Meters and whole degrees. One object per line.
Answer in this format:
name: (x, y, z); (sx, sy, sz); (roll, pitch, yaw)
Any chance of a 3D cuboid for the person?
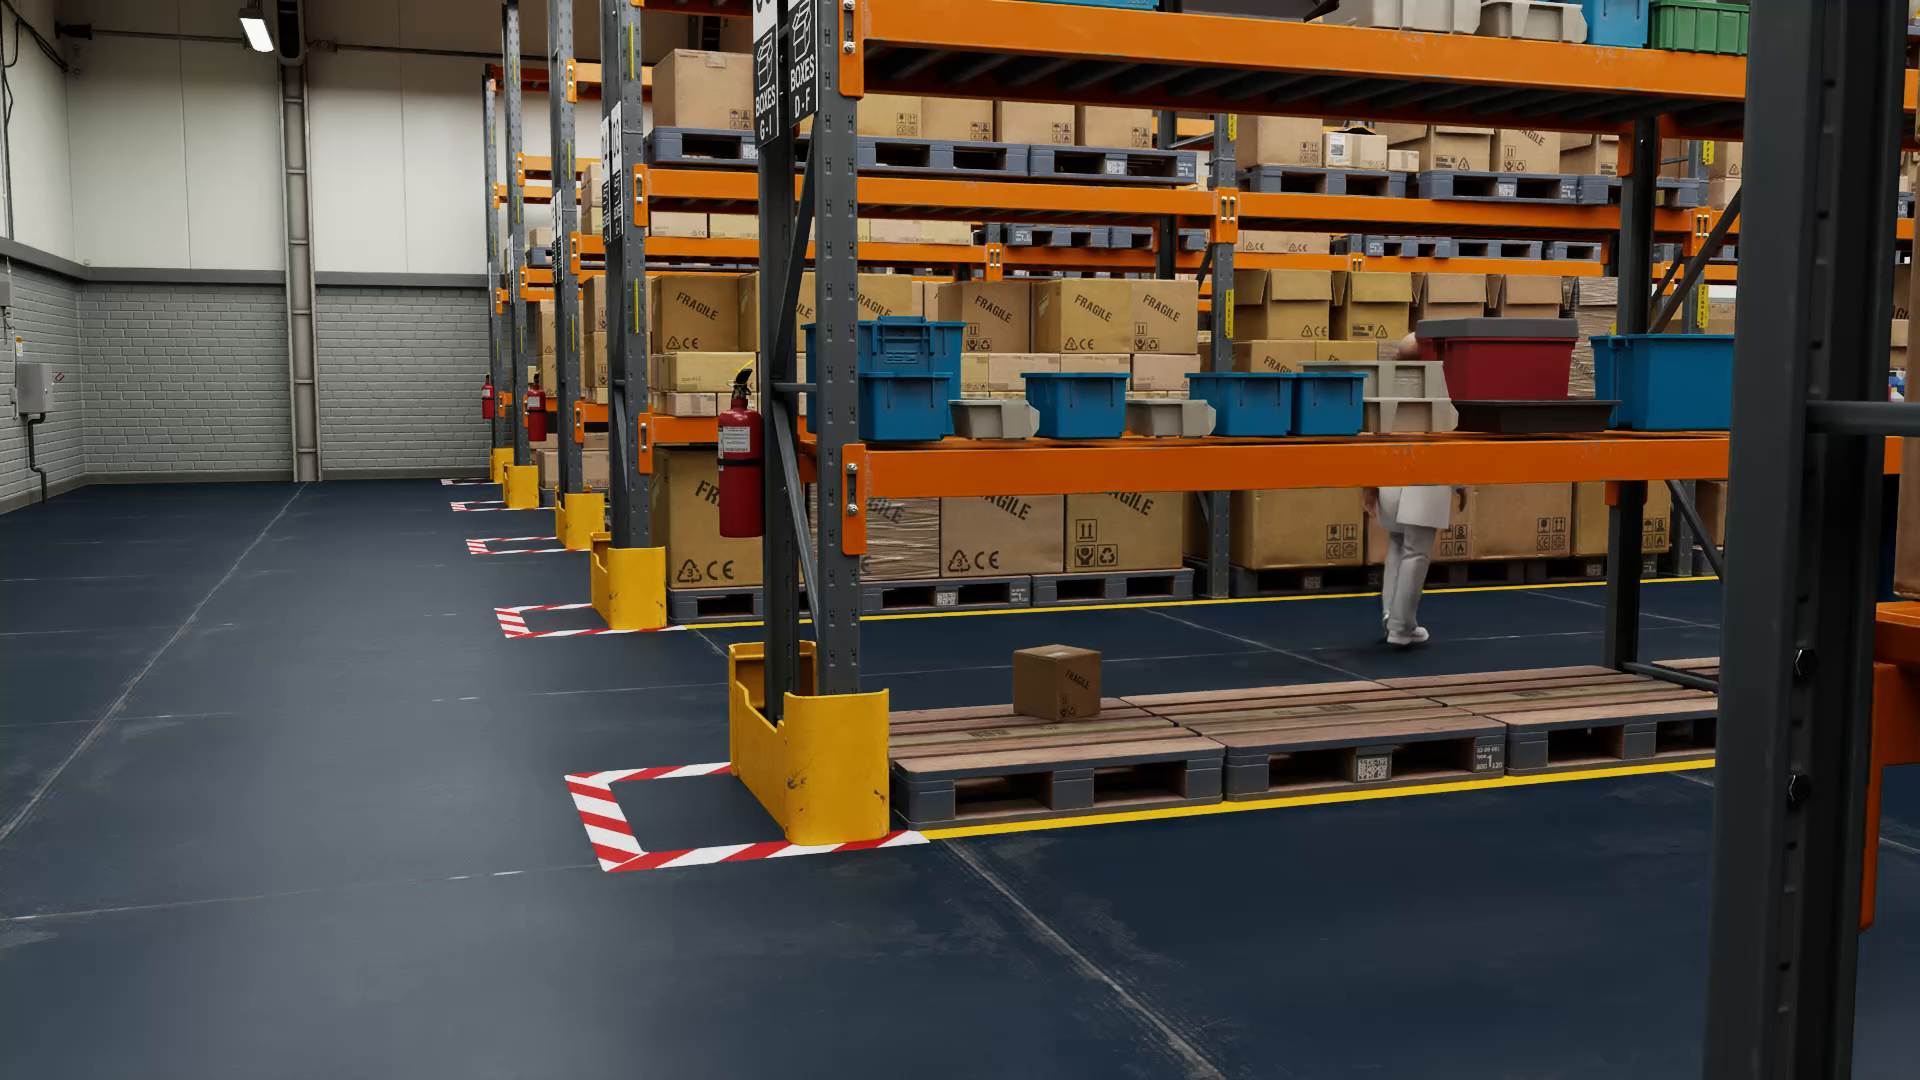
person: (2.602, -0.258, 9.530); (0.572, 1.848, 0.576); (5, 7, 39)
